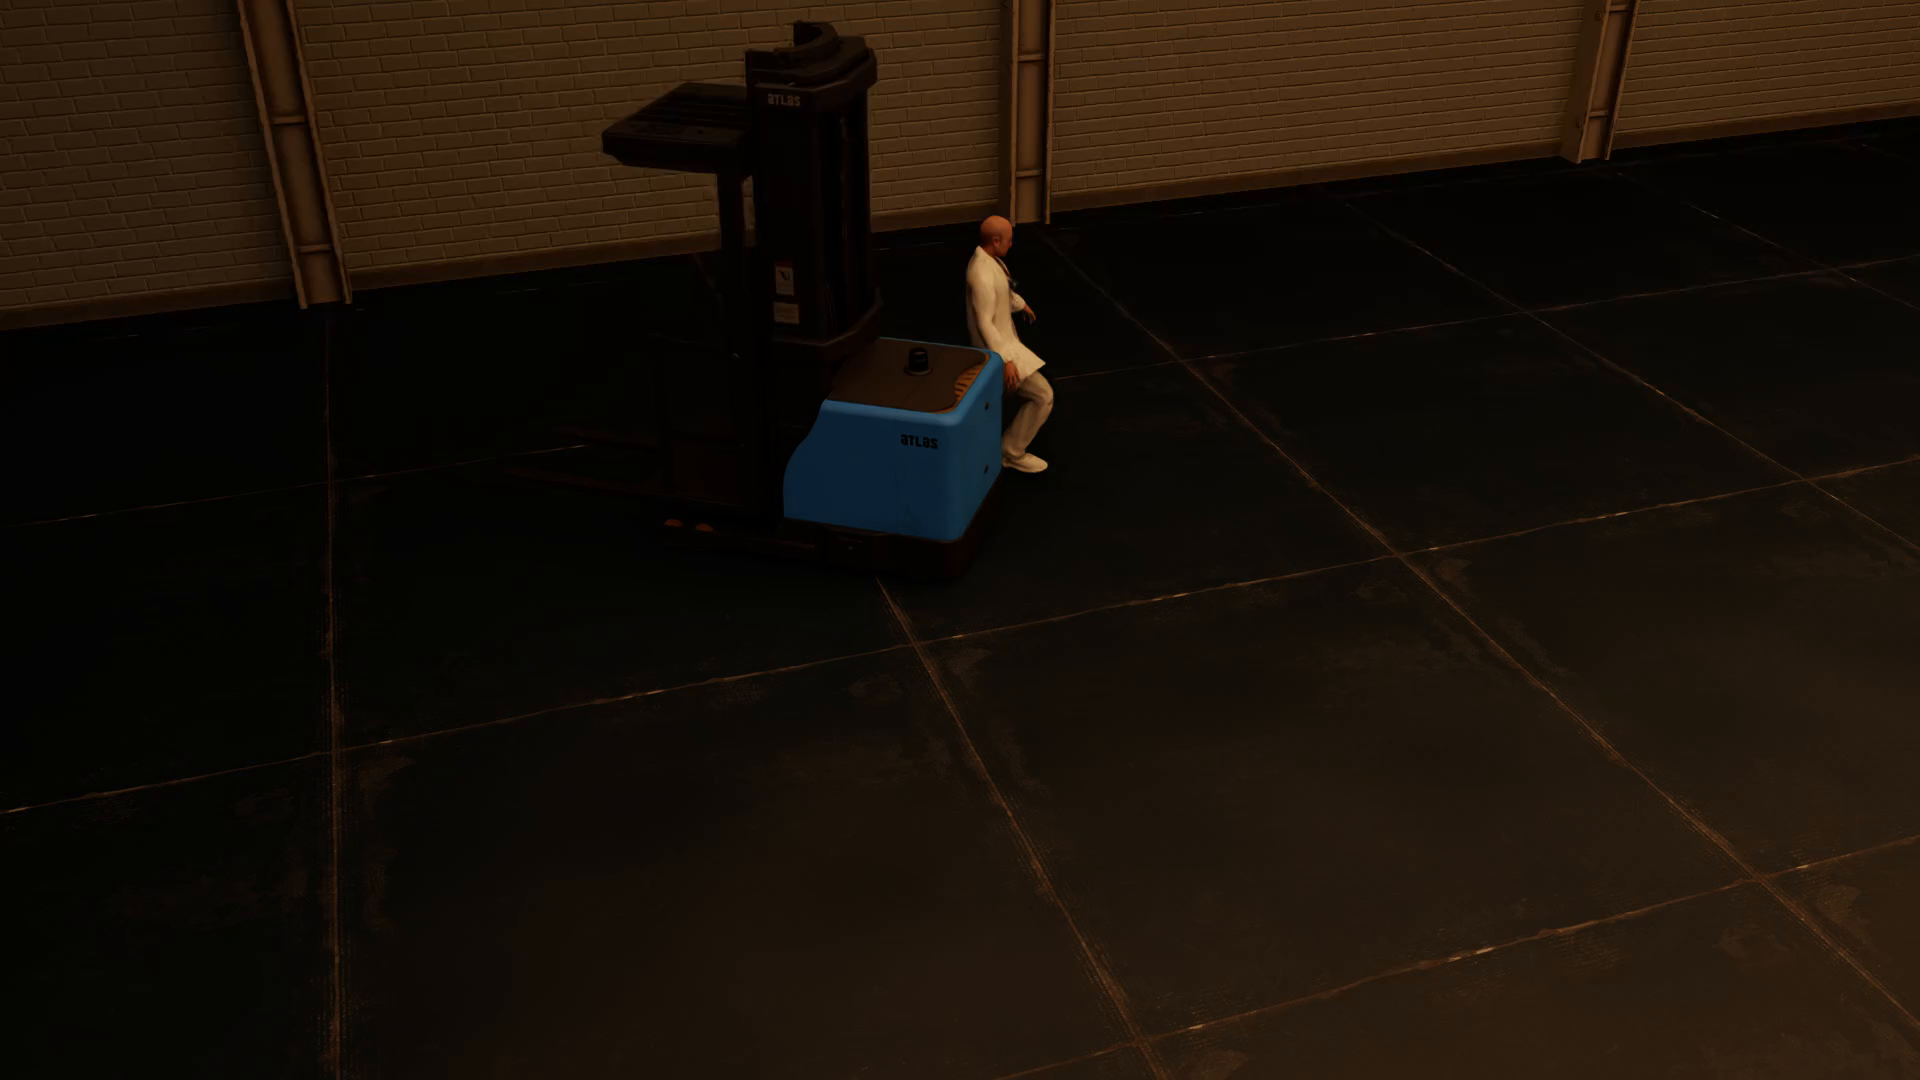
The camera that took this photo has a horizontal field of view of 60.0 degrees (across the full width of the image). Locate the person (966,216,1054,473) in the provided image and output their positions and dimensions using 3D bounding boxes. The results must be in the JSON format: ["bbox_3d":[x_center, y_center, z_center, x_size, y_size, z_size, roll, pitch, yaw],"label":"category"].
[{"bbox_3d":[0.235,-1.265,10.635,0.714,1.661,1.003,0,30,0],"label":"person"}]

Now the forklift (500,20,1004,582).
[{"bbox_3d":[-1.308,-1.441,9.592,3.031,2.935,1.130,8,31,14],"label":"forklift"}]
